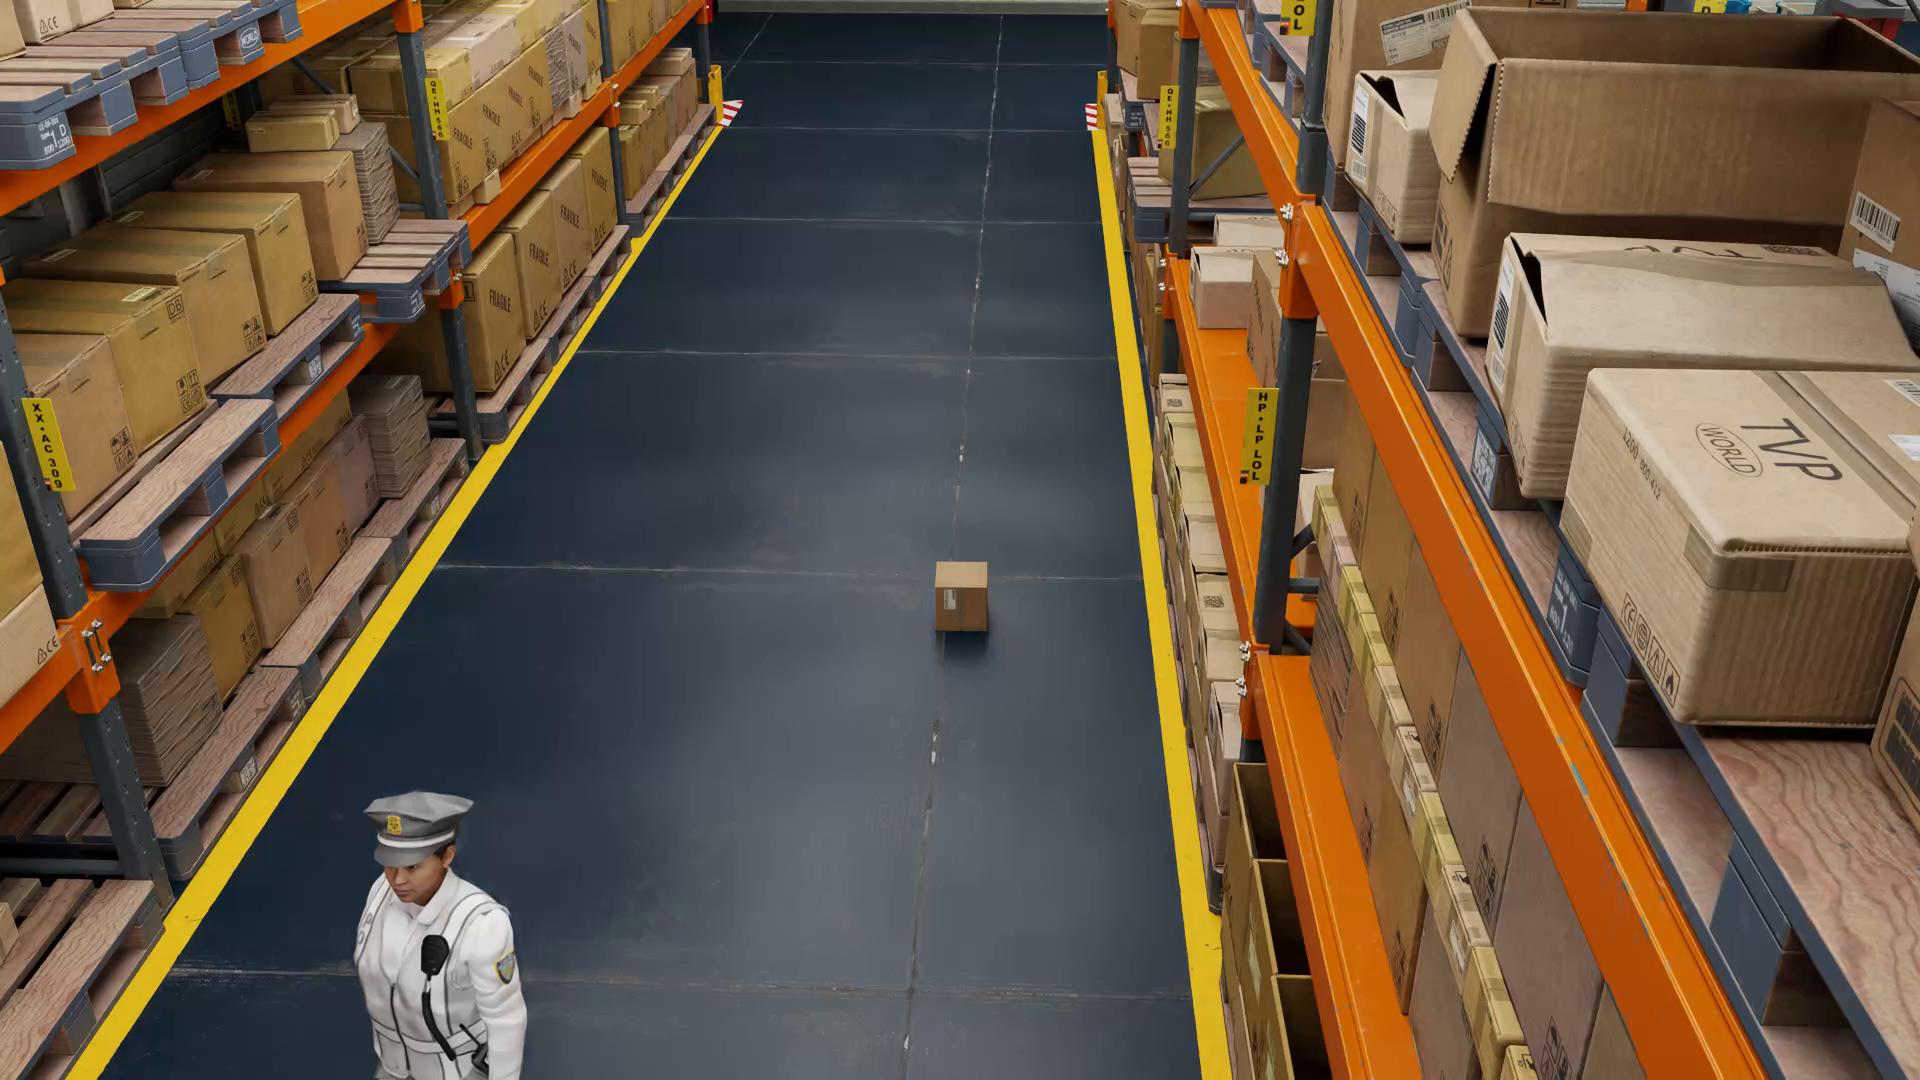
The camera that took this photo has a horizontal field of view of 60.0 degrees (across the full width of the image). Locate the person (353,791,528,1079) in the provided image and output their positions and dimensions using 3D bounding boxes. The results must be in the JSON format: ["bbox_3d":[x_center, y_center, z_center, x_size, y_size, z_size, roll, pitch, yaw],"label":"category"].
[{"bbox_3d":[-1.374,1.402,4.420,0.501,1.683,0.448,13,31,22],"label":"person"}]
